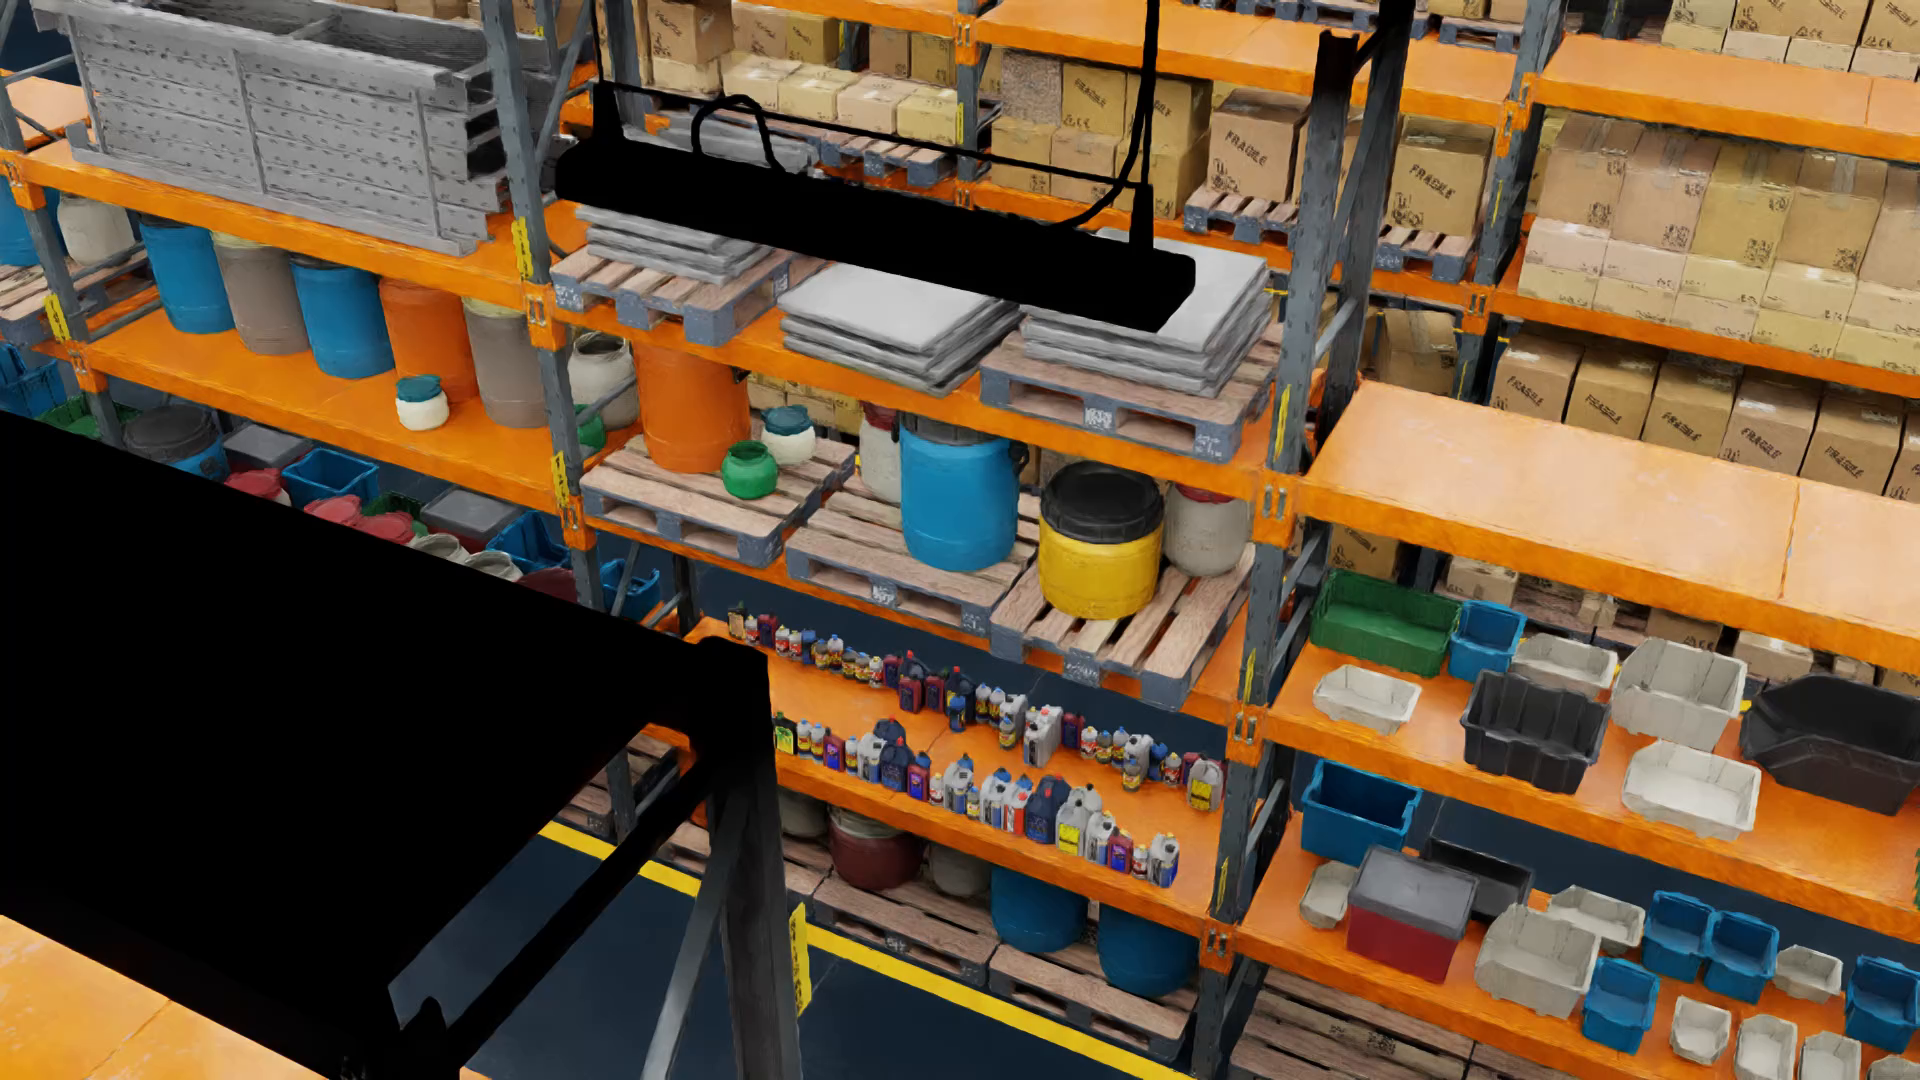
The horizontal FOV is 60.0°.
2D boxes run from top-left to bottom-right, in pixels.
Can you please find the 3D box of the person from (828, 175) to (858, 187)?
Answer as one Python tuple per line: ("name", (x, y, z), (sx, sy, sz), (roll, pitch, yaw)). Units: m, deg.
("person", (-1.242, -3.640, 17.653), (0.996, 1.587, 0.443), (11, 37, 15))
